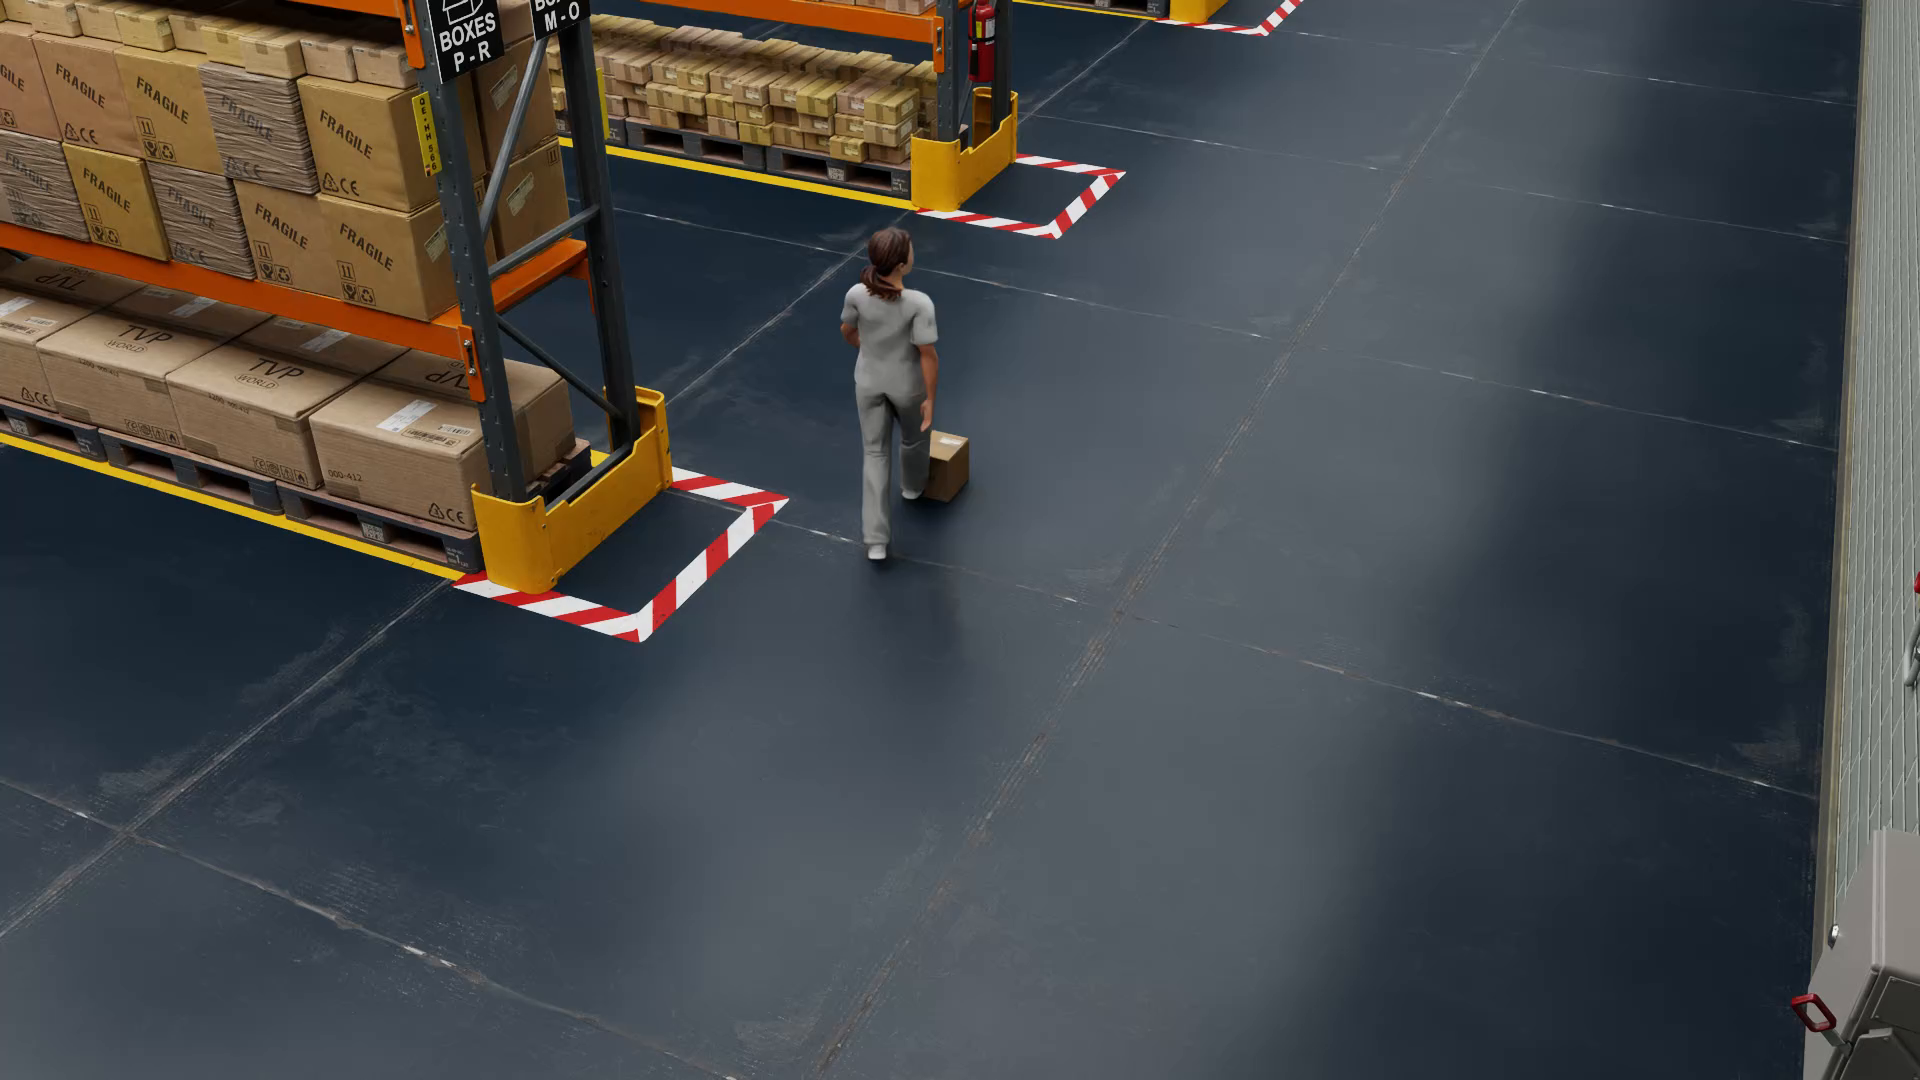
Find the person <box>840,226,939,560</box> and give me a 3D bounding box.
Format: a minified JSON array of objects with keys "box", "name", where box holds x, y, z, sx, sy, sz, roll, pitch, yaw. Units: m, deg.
[{"box":[-0.304,-0.776,7.868,0.498,1.618,0.946,7,34,10],"name":"person"}]
